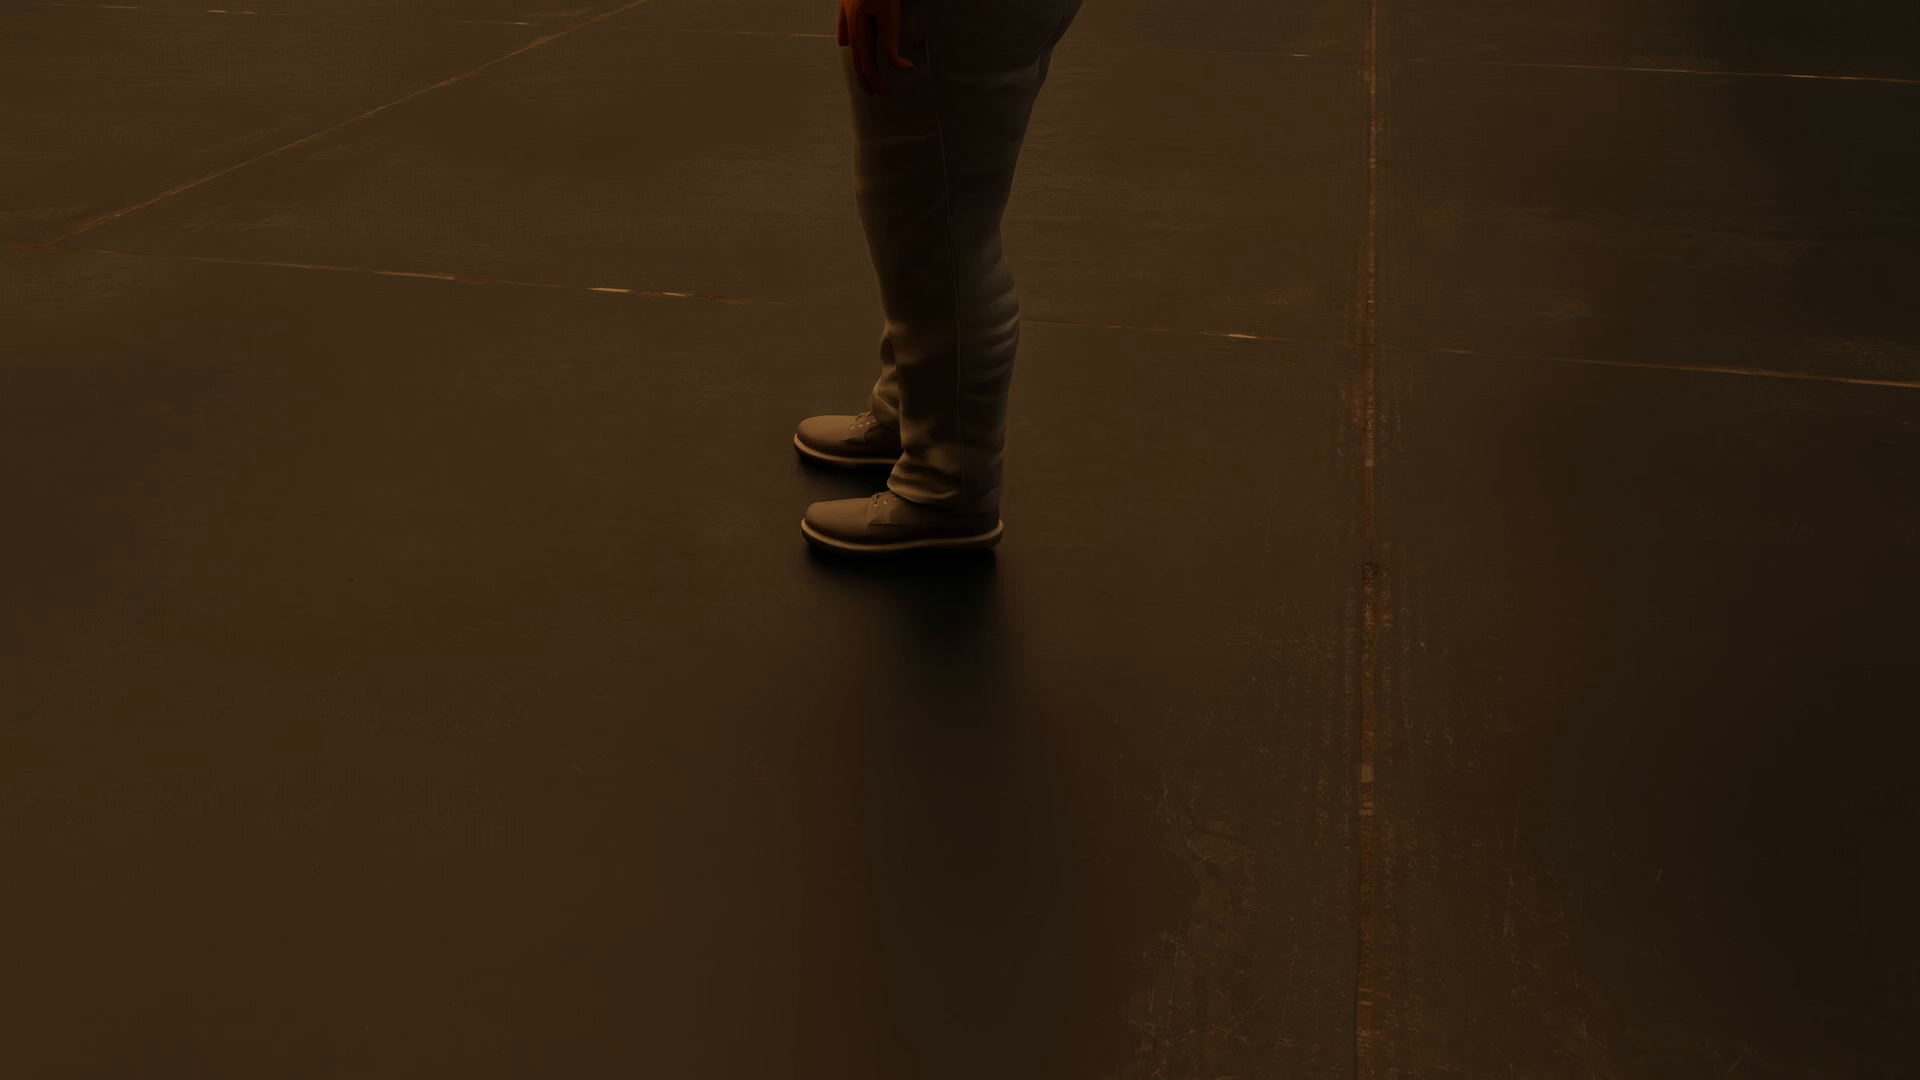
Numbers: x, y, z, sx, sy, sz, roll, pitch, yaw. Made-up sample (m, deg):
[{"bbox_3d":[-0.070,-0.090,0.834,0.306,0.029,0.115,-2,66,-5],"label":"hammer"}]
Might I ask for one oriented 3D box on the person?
[{"bbox_3d":[-0.070,-0.768,2.157,0.529,1.670,0.598,6,27,11],"label":"person"}]
